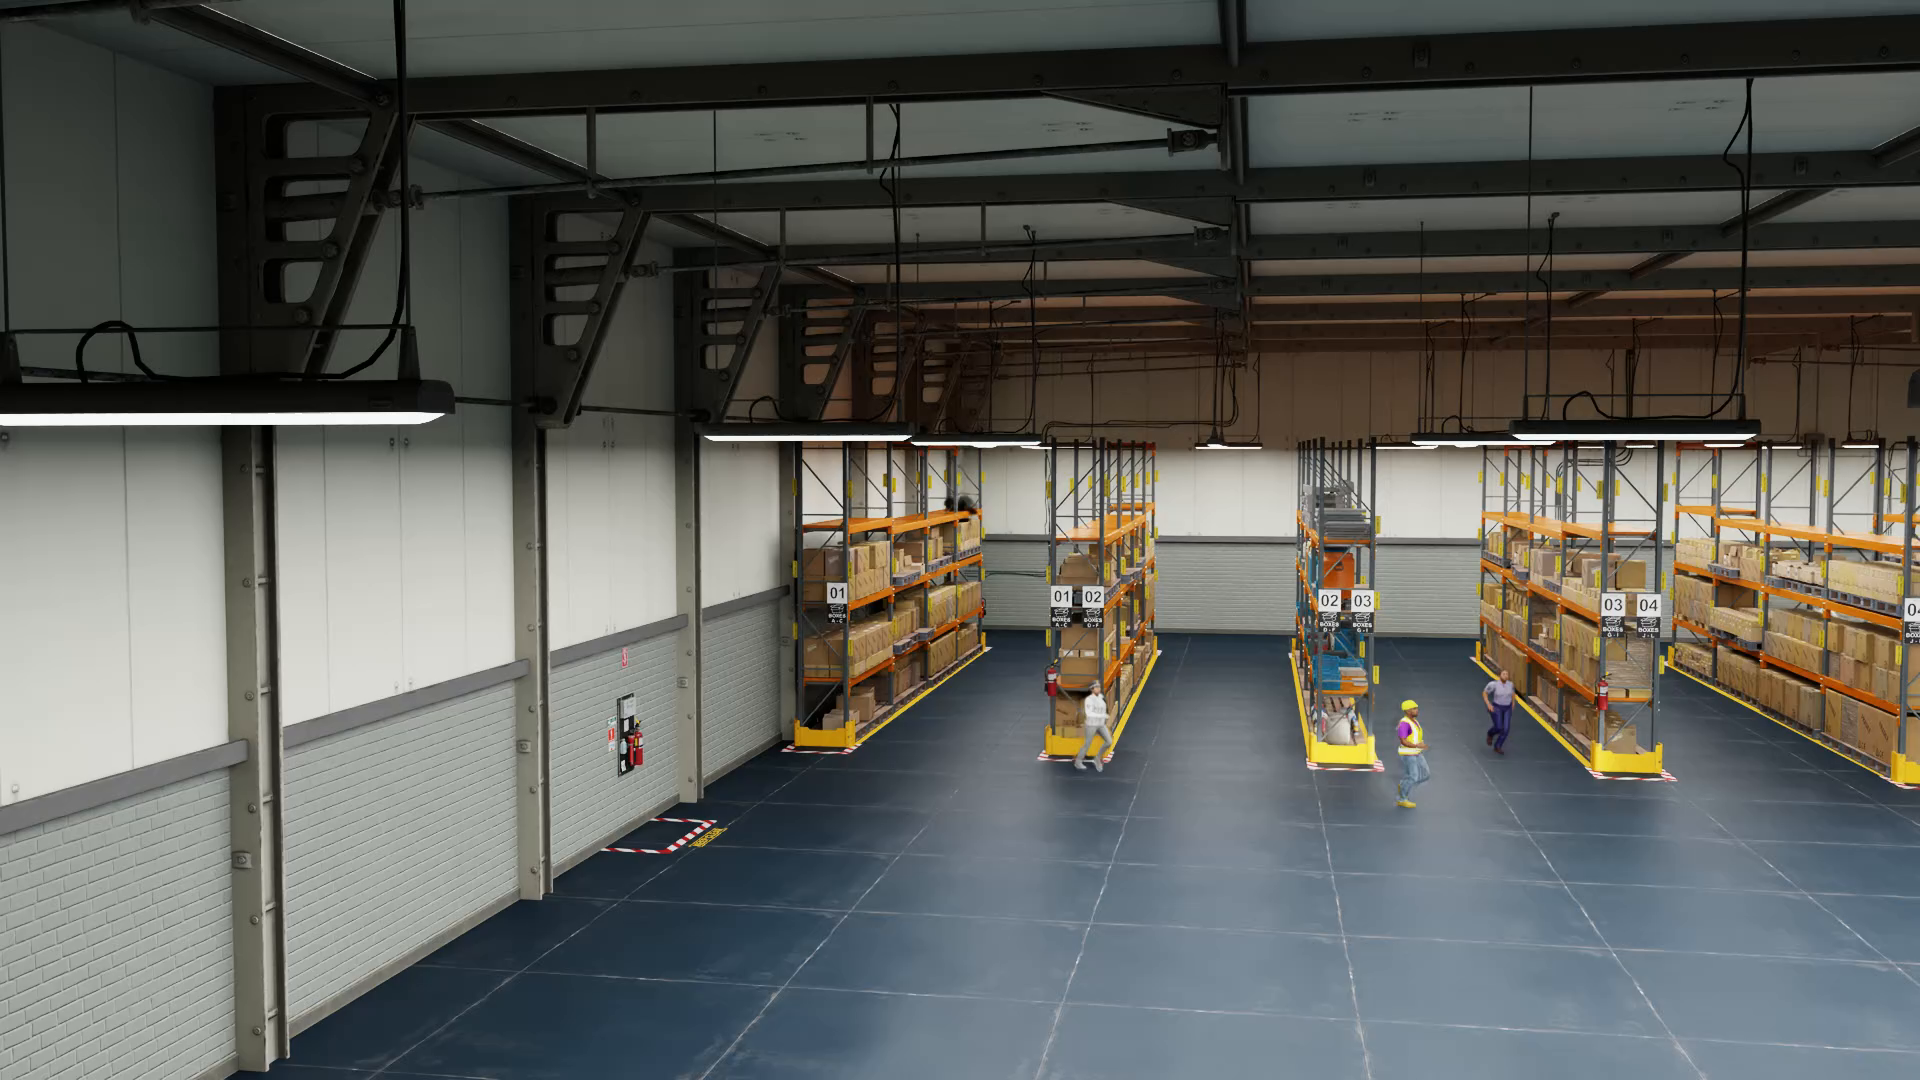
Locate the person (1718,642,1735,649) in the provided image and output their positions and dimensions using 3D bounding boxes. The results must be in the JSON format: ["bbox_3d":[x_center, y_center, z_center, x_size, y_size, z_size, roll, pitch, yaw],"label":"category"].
[{"bbox_3d":[20.839,2.480,45.546,0.892,1.681,0.557,1,3,14],"label":"person"}]

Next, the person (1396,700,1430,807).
[{"bbox_3d":[7.297,3.437,26.764,0.582,1.724,0.692,2,4,34],"label":"person"}]

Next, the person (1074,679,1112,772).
[{"bbox_3d":[2.422,3.301,29.641,0.620,1.670,0.827,-2,4,-38],"label":"person"}]

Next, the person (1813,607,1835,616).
[{"bbox_3d":[23.203,2.462,44.948,0.777,1.826,0.685,0,3,7],"label":"person"}]

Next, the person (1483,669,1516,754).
[{"bbox_3d":[10.312,3.254,31.690,0.618,1.607,0.538,0,3,-9],"label":"person"}]
